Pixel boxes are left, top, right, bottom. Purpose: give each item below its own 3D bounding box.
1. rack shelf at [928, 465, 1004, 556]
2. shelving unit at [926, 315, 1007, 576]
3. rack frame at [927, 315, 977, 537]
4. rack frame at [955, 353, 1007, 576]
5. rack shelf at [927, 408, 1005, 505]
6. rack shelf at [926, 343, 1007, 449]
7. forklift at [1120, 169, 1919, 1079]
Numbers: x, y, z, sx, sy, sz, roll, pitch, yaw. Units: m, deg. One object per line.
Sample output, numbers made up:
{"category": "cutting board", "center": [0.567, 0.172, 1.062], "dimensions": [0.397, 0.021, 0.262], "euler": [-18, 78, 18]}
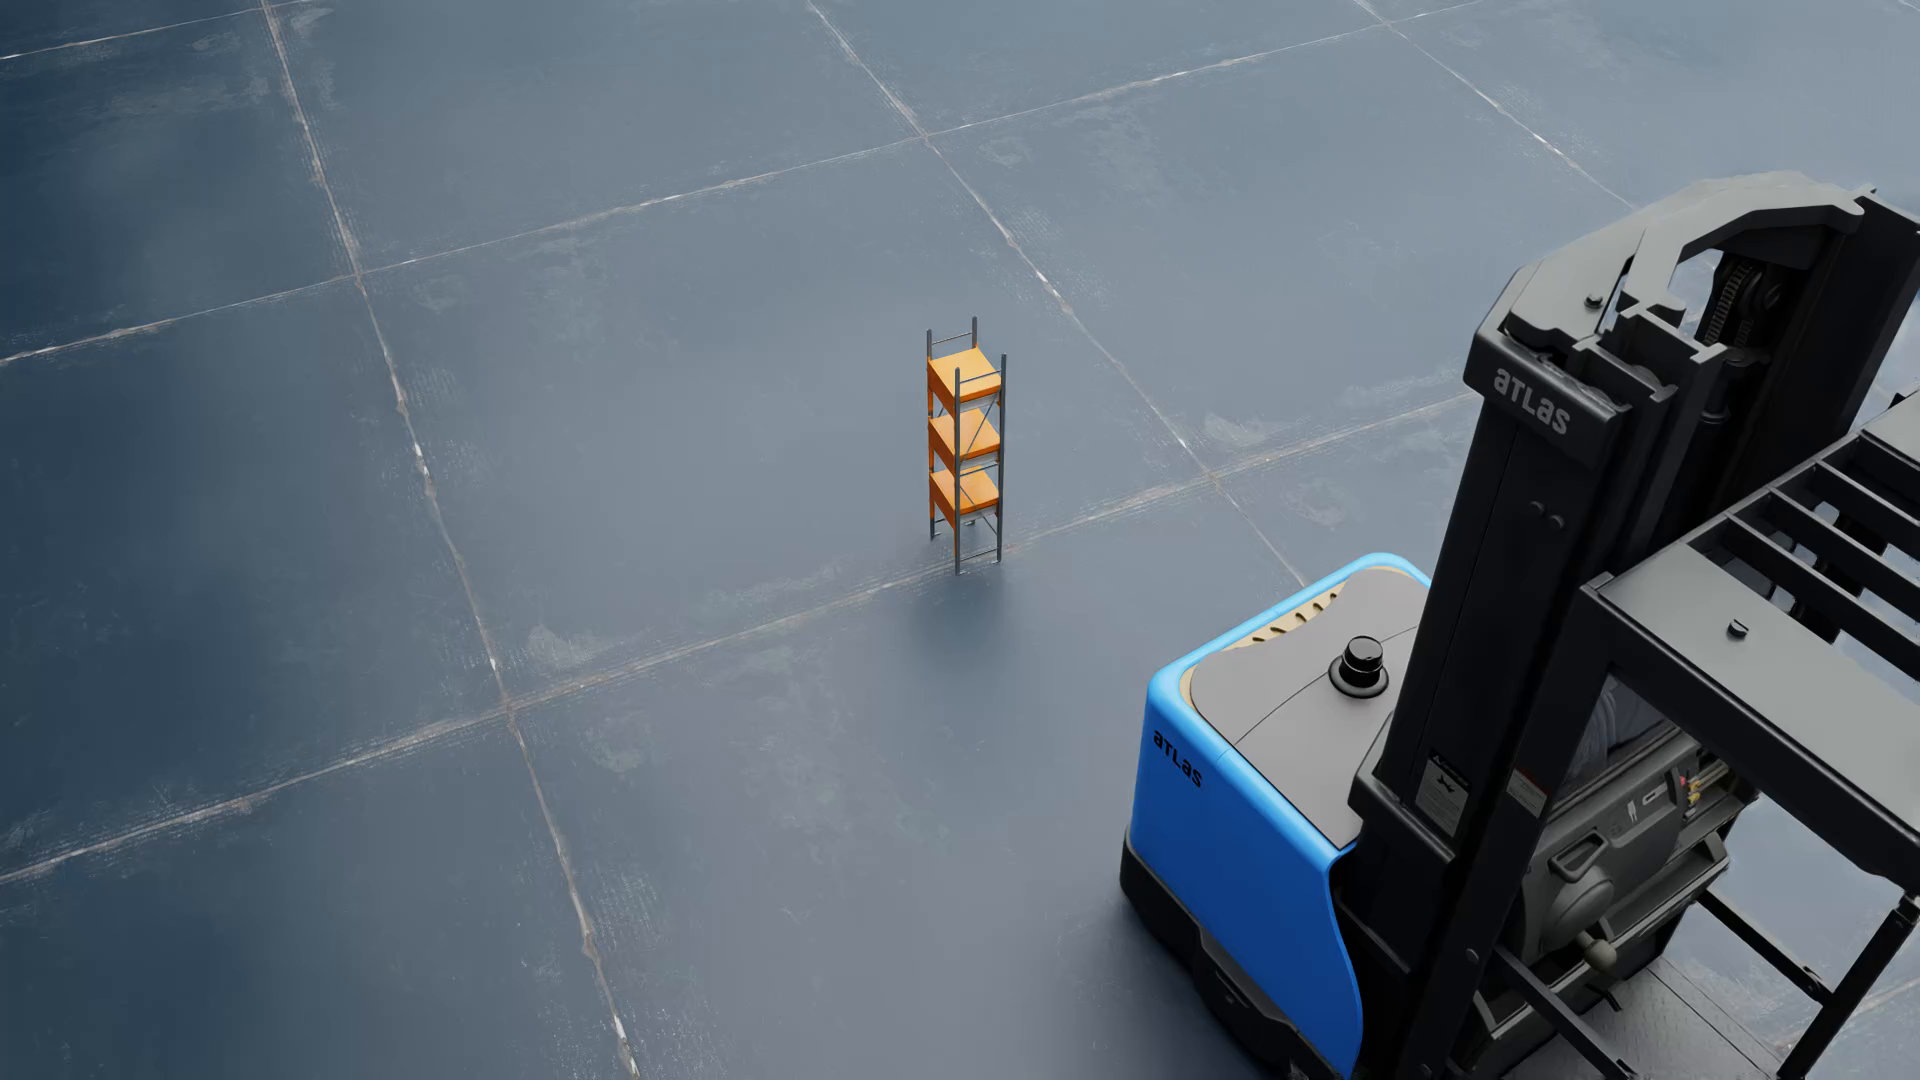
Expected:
{"category": "rack shelf", "center": [0.022, -0.134, 6.549], "dimensions": [0.215, 0.259, 0.240], "euler": [-18, 47, -17]}
{"category": "shelving unit", "center": [0.022, -0.340, 6.347], "dimensions": [0.215, 1.050, 0.252], "euler": [-18, 47, -17]}
{"category": "rack frame", "center": [-0.029, -0.417, 6.425], "dimensions": [0.200, 1.050, 0.008], "euler": [-18, 47, -17]}
{"category": "rack frame", "center": [0.074, -0.262, 6.268], "dimensions": [0.200, 1.050, 0.008], "euler": [-18, 47, -17]}
{"category": "rack shelf", "center": [0.022, -0.332, 6.354], "dimensions": [0.215, 0.259, 0.240], "euler": [-18, 47, -17]}
{"category": "rack shelf", "center": [0.022, -0.534, 6.155], "dimensions": [0.215, 0.259, 0.240], "euler": [-18, 47, -17]}
{"category": "forklift", "center": [1.780, 0.779, 3.873], "dimensions": [1.130, 2.935, 3.031], "euler": [-26, 50, -24]}
